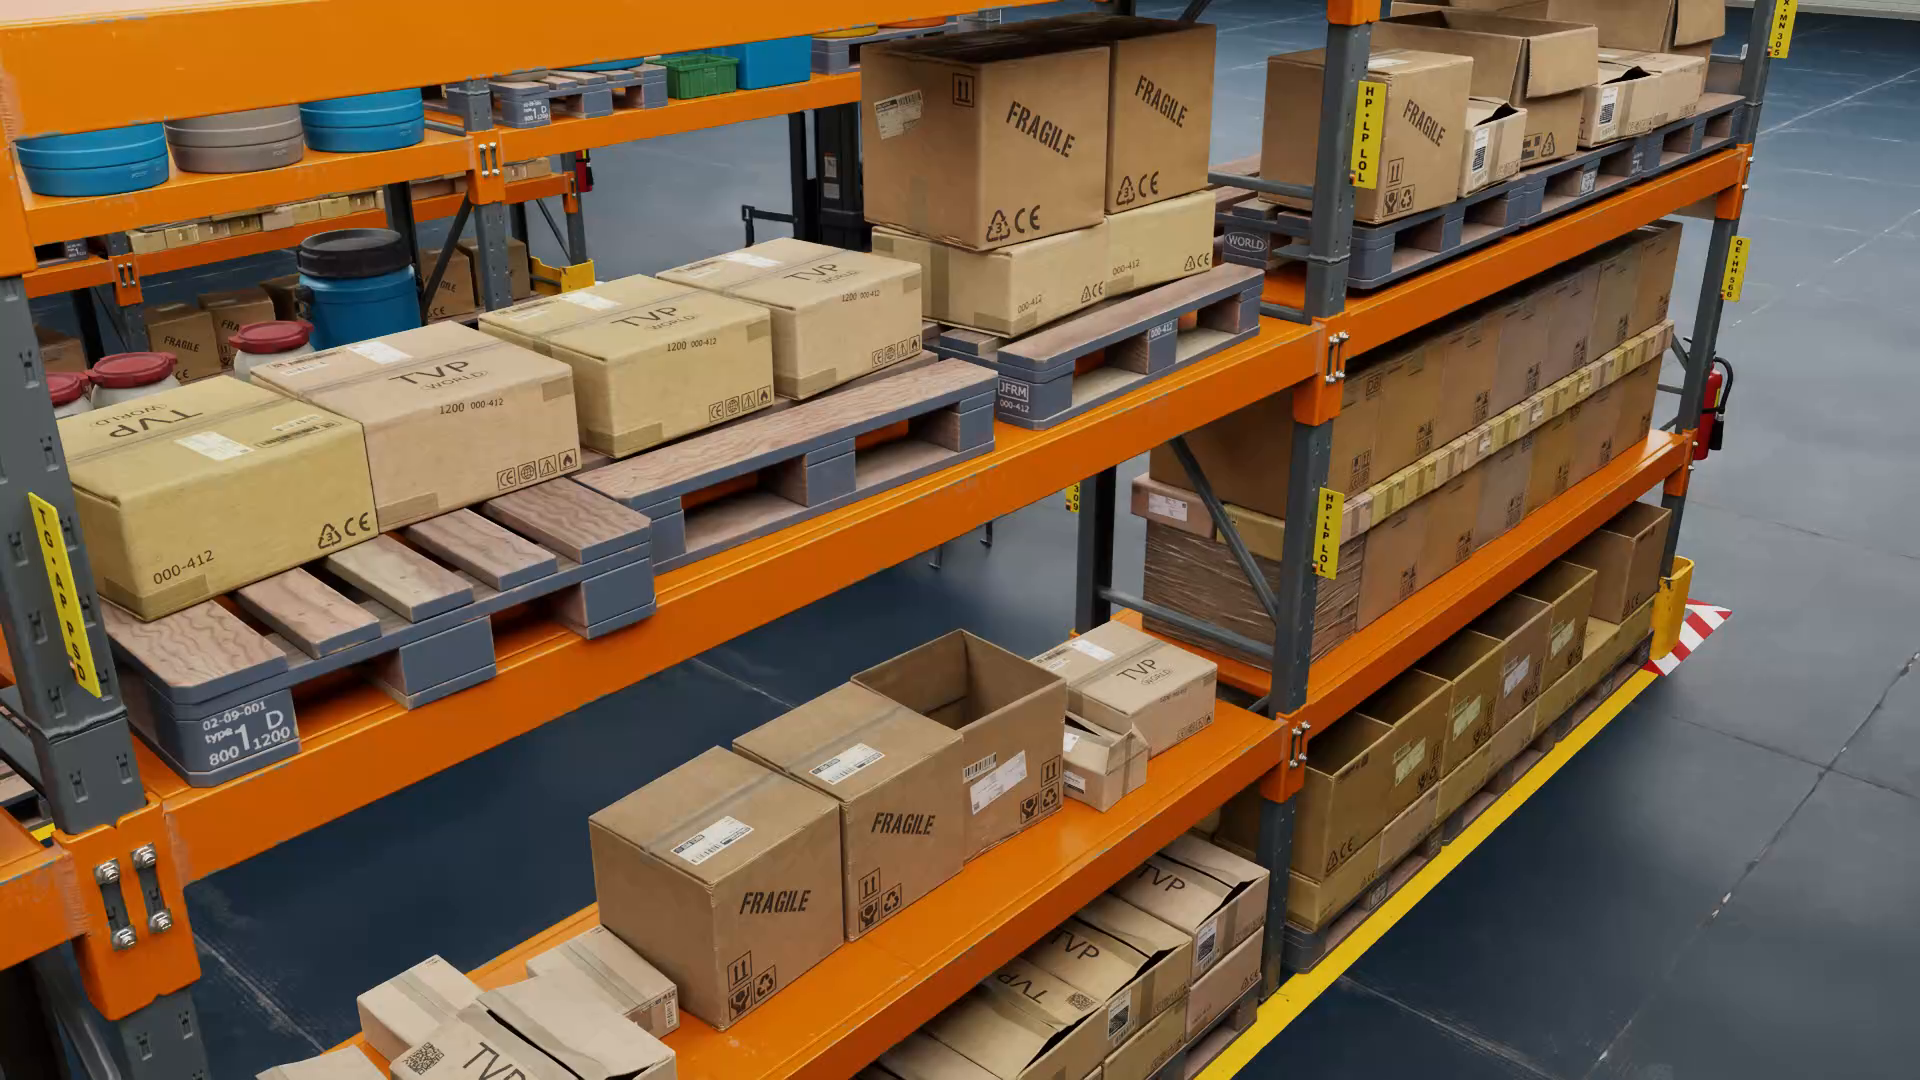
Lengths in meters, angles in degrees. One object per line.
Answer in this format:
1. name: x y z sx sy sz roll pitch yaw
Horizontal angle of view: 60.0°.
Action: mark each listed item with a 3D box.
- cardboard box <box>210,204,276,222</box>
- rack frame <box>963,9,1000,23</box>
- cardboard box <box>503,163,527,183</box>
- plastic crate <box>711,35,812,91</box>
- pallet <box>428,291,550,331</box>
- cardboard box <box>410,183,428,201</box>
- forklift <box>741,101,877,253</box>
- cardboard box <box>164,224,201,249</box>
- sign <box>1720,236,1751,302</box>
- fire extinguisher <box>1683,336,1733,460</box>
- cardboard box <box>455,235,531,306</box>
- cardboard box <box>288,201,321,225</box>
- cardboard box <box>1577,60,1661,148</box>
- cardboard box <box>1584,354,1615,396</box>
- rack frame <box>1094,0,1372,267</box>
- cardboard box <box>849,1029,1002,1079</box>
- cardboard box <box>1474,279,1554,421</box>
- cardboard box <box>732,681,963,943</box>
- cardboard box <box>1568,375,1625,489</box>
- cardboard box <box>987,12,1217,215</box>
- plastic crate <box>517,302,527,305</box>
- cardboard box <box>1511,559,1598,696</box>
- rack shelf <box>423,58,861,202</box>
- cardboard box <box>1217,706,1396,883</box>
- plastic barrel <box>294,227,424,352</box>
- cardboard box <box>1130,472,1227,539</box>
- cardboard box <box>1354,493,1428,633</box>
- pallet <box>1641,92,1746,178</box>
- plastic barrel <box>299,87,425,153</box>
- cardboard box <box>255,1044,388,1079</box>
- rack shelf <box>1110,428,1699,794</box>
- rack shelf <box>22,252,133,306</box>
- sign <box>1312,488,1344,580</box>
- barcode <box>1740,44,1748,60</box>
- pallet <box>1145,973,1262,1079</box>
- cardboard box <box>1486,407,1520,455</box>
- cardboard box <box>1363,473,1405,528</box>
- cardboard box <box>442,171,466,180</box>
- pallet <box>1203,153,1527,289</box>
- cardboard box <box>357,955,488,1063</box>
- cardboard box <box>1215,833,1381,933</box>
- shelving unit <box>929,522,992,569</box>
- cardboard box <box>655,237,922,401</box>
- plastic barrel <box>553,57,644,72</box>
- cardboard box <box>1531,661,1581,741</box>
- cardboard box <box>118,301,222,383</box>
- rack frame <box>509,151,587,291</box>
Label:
1. cardboard box: -5.796 -2.825 12.899 0.875 0.500 0.500 20 31 38
2. rack frame: -0.144 -4.985 10.868 1.000 3.000 0.127 20 31 38
3. cardboard box: -4.036 -3.266 14.674 0.380 0.149 0.250 20 31 38
4. plastic crate: -1.192 -2.945 10.006 0.392 0.384 0.575 20 31 38
5. pallet: -4.452 -2.066 15.100 1.003 0.211 1.213 20 31 38
6. cardboard box: -4.691 -2.956 13.985 0.380 0.149 0.250 20 31 38
7. forklift: -1.239 -2.925 13.691 3.031 2.935 1.130 13 27 27
8. cardboard box: -5.958 -2.322 12.570 0.380 0.149 0.250 20 31 38
9. sign: 3.937 -1.378 8.451 0.100 0.325 0.005 20 31 38
10. fire extinguisher: 3.967 -0.767 8.890 0.296 0.674 0.183 20 31 38
11. cardboard box: -4.262 -2.465 15.123 0.500 0.500 0.500 -17 29 -34
12. cardboard box: -5.319 -2.637 13.273 0.380 0.149 0.250 20 31 38
13. cardboard box: 2.599 -1.885 7.046 0.500 0.311 0.500 -20 31 -37
14. cardboard box: 2.915 -0.833 8.025 0.380 0.149 0.250 21 31 38
15. rack frame: 0.873 -2.412 5.131 1.000 3.000 0.127 20 31 38
16. cardboard box: -0.200 1.798 5.236 0.500 0.311 0.500 20 31 37
17. cardboard box: 2.169 -0.908 7.401 0.700 0.500 0.500 20 31 38
18. cardboard box: -0.338 0.822 5.128 0.500 0.500 0.500 20 31 38
19. cardboard box: 2.874 -0.639 8.387 0.700 0.500 0.500 21 32 39
20. cardboard box: 0.432 -1.332 5.141 0.500 0.500 0.500 21 31 38
21. plastic crate: -2.369 -1.125 9.668 0.767 0.338 0.504 20 31 38
22. cardboard box: 2.749 0.381 8.166 0.500 0.500 0.500 20 31 38
23. rack shelf: -1.479 -2.678 10.270 1.077 0.370 4.000 20 31 38
24. cardboard box: 1.415 0.990 6.806 0.500 0.500 0.500 20 31 38
25. plastic barrel: -3.297 -1.222 9.197 0.600 0.901 0.708 20 31 38
26. cardboard box: 0.895 -0.158 6.520 0.380 0.149 0.250 20 31 37
27. cardboard box: 1.511 -0.020 7.006 0.700 0.500 0.500 20 31 37
28. pallet: 3.051 -2.014 8.016 1.003 0.211 1.213 20 31 38
29. plastic barrel: -2.991 -2.412 8.184 0.600 0.901 0.708 20 31 38
30. cardboard box: -1.522 1.486 3.879 0.500 0.311 0.500 -22 32 -40
31. rack shelf: 2.207 0.044 7.865 1.077 0.370 4.000 20 31 38
32. rack shelf: -7.837 -1.443 11.182 1.077 0.370 4.000 20 31 38
33. sign: 1.283 -0.022 5.814 0.100 0.325 0.005 20 31 38
34. barcode: 3.700 -2.303 7.845 0.001 0.075 0.075 20 31 38
35. pallet: 0.410 1.833 6.404 1.003 0.211 1.213 20 31 38
36. cardboard box: 2.227 -0.518 7.325 0.380 0.149 0.250 20 31 37
37. cardboard box: 1.535 -0.201 6.617 0.380 0.149 0.250 19 30 36
38. cardboard box: -4.464 -3.436 14.261 0.875 0.500 0.500 20 31 38
39. pallet: 1.423 -1.270 6.358 1.003 0.211 1.213 20 31 38
40. cardboard box: -1.402 1.309 4.471 0.380 0.149 0.250 20 31 38
41. cardboard box: 1.408 1.330 6.965 0.500 0.250 0.500 20 31 38
42. shelving unit: -0.110 -0.908 10.208 0.431 2.100 0.503 20 31 38
43. cardboard box: -0.449 -0.601 4.428 0.500 0.250 0.500 17 29 33
44. plastic barrel: -2.070 -3.092 9.186 0.600 0.901 0.708 20 31 38
45. cardboard box: 2.747 0.722 8.321 0.500 0.250 0.500 20 31 38
46. cardboard box: -6.205 -1.543 13.067 0.500 0.500 0.500 19 30 36
47. rack frame: -3.832 -3.600 15.112 1.000 3.000 0.127 20 31 38
